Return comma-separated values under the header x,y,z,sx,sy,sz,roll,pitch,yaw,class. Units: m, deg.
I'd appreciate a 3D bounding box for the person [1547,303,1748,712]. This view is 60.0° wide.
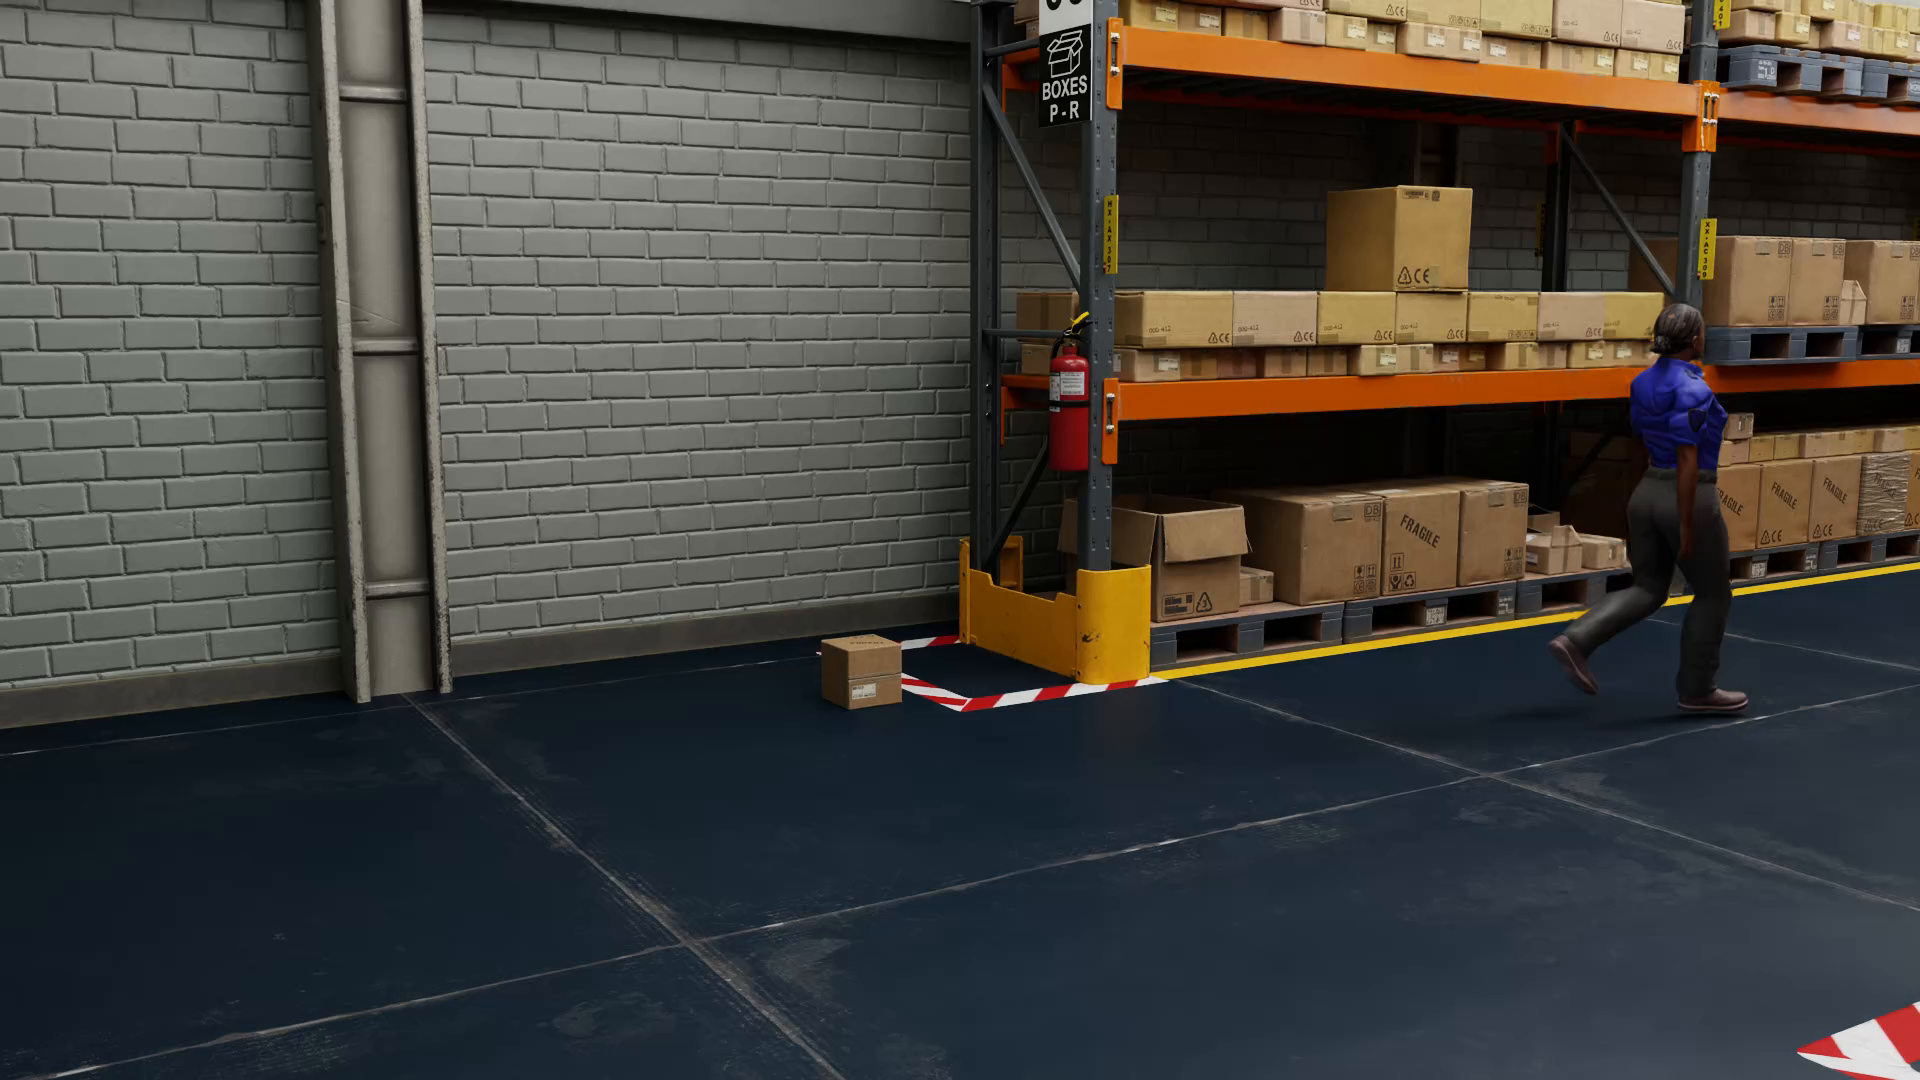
x,y,z,sx,sy,sz,roll,pitch,yaw,class
2.790,-0.122,6.617,0.791,1.623,0.452,-2,8,-14,person
